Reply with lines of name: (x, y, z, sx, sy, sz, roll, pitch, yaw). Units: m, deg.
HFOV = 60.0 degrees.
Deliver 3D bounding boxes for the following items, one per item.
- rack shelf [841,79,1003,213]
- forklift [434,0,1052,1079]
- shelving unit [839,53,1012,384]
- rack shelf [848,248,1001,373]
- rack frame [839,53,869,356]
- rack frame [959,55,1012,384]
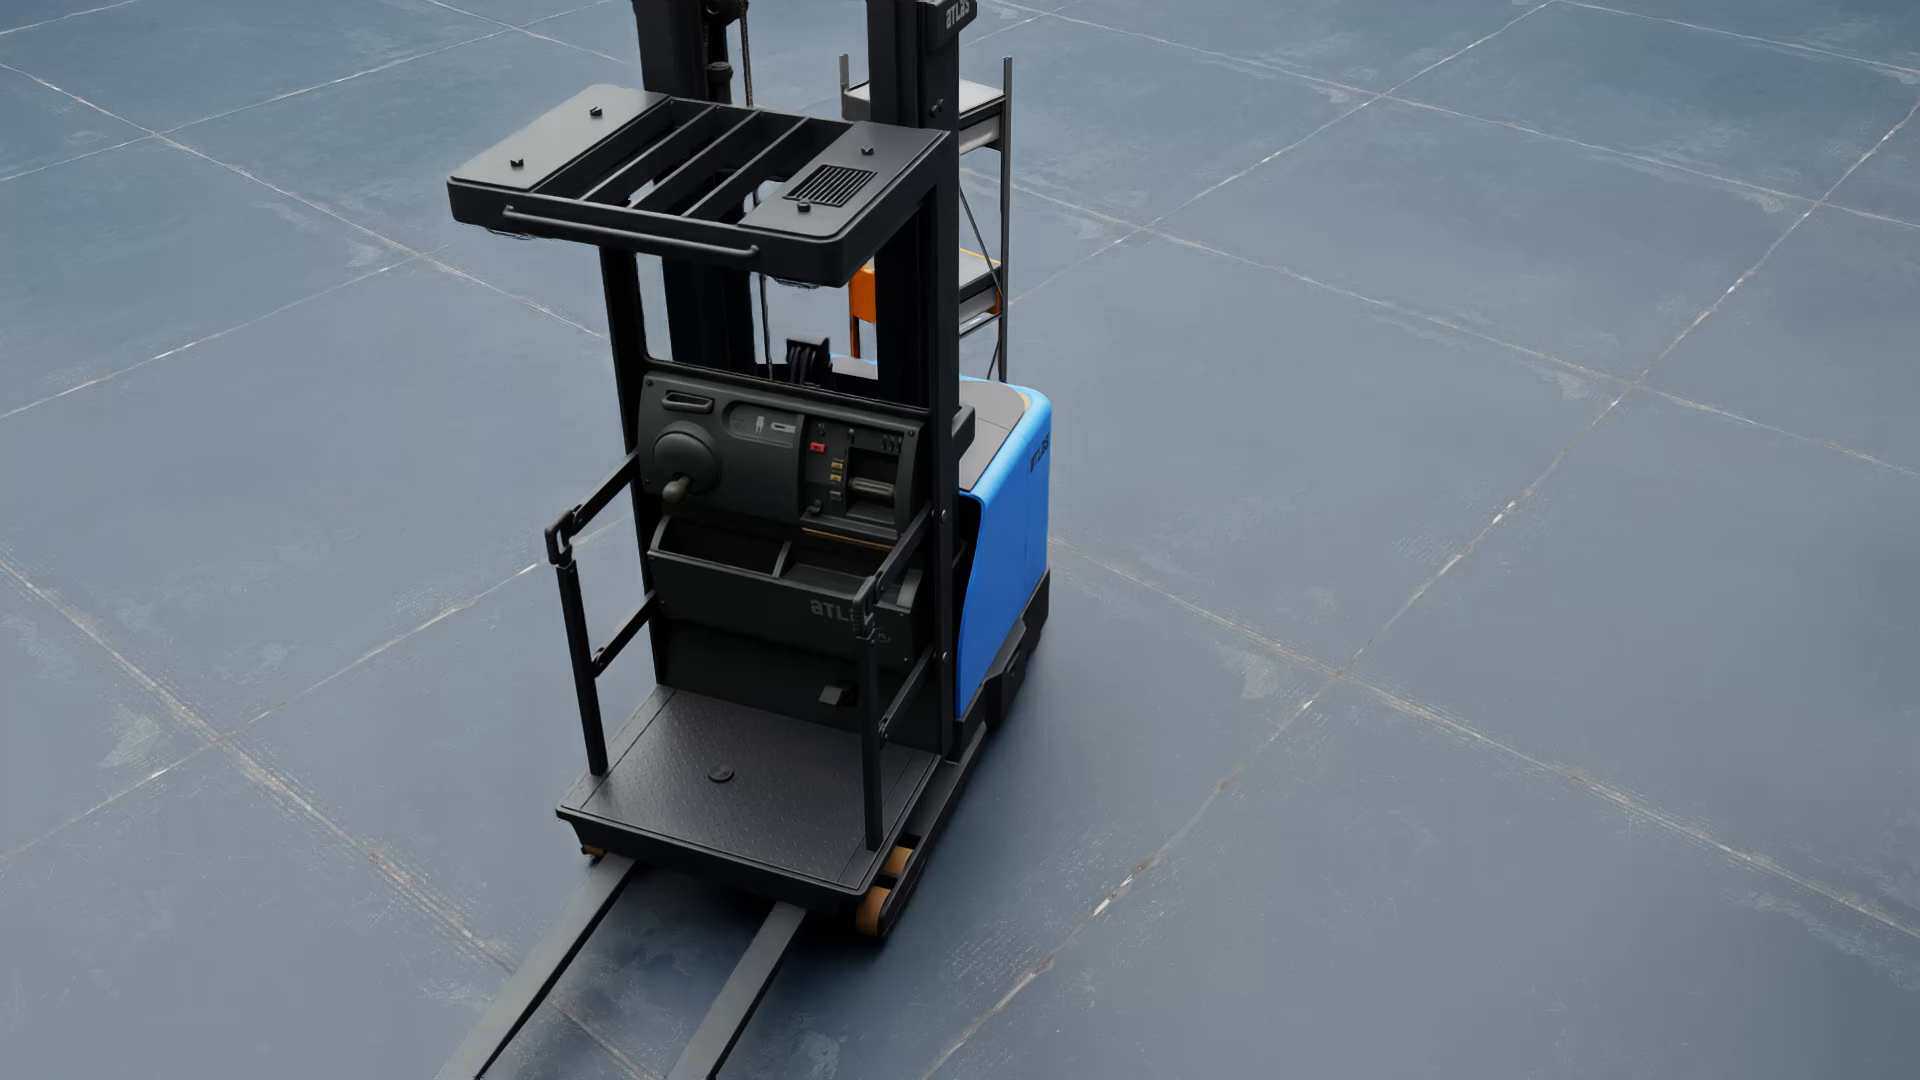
rack shelf: (-0.127, -1.491, 6.354, 0.480, 0.518, 0.431, 25, 42, 32)
forklift: (-0.638, -0.192, 4.940, 1.130, 2.935, 3.031, 12, 36, 17)
shelving unit: (-0.127, -0.926, 6.743, 0.503, 2.100, 0.431, 25, 42, 32)
rack shelf: (-0.127, -0.914, 6.751, 0.480, 0.518, 0.431, 25, 42, 32)
rack frame: (-0.315, -1.014, 6.872, 0.015, 2.100, 0.400, 25, 42, 32)
rack frame: (0.060, -0.837, 6.614, 0.015, 2.100, 0.400, 25, 42, 32)
